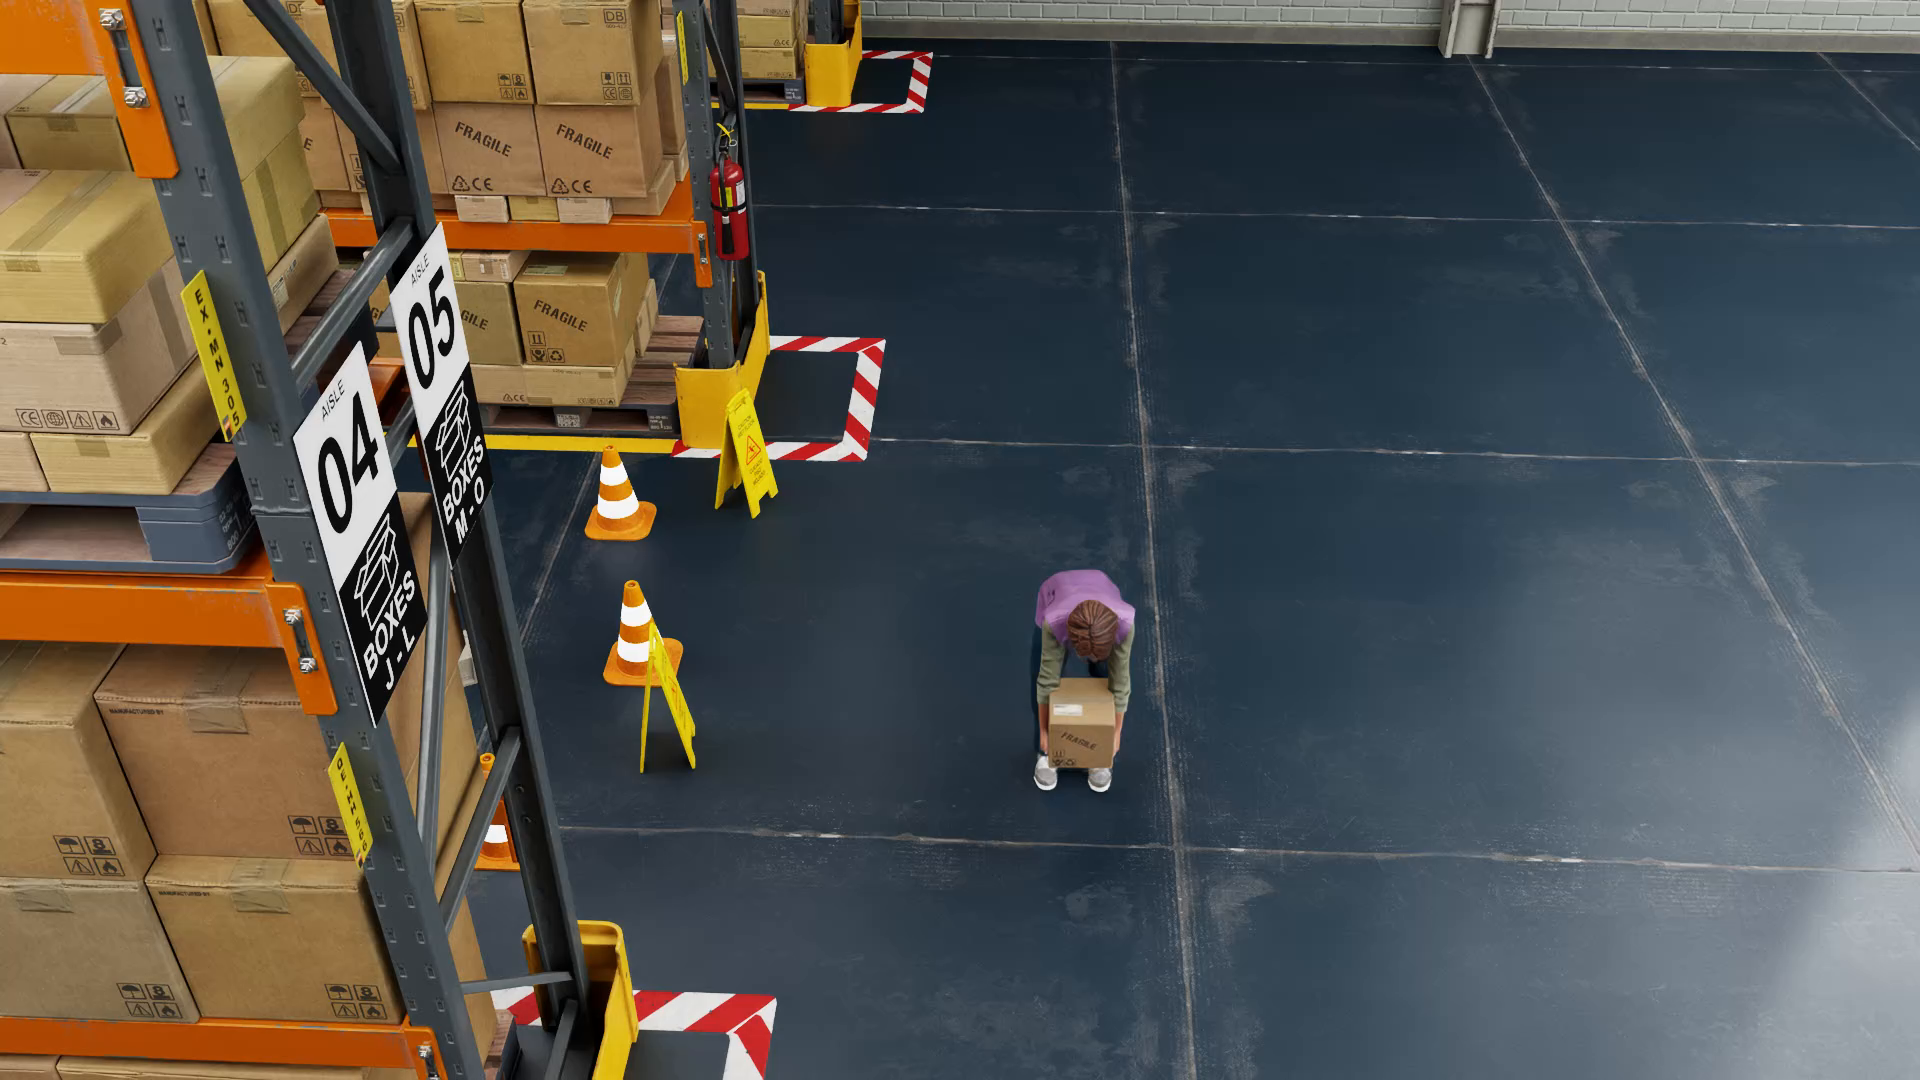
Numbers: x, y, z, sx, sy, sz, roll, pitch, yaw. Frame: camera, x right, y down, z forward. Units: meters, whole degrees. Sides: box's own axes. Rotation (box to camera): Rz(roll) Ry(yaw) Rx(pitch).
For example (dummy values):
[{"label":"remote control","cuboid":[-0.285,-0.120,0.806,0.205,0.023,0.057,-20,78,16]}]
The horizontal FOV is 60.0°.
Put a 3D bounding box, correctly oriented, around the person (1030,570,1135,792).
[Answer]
[{"label":"person","cuboid":[0.476,0.586,6.610,0.387,1.259,0.797,0,36,1]}]
